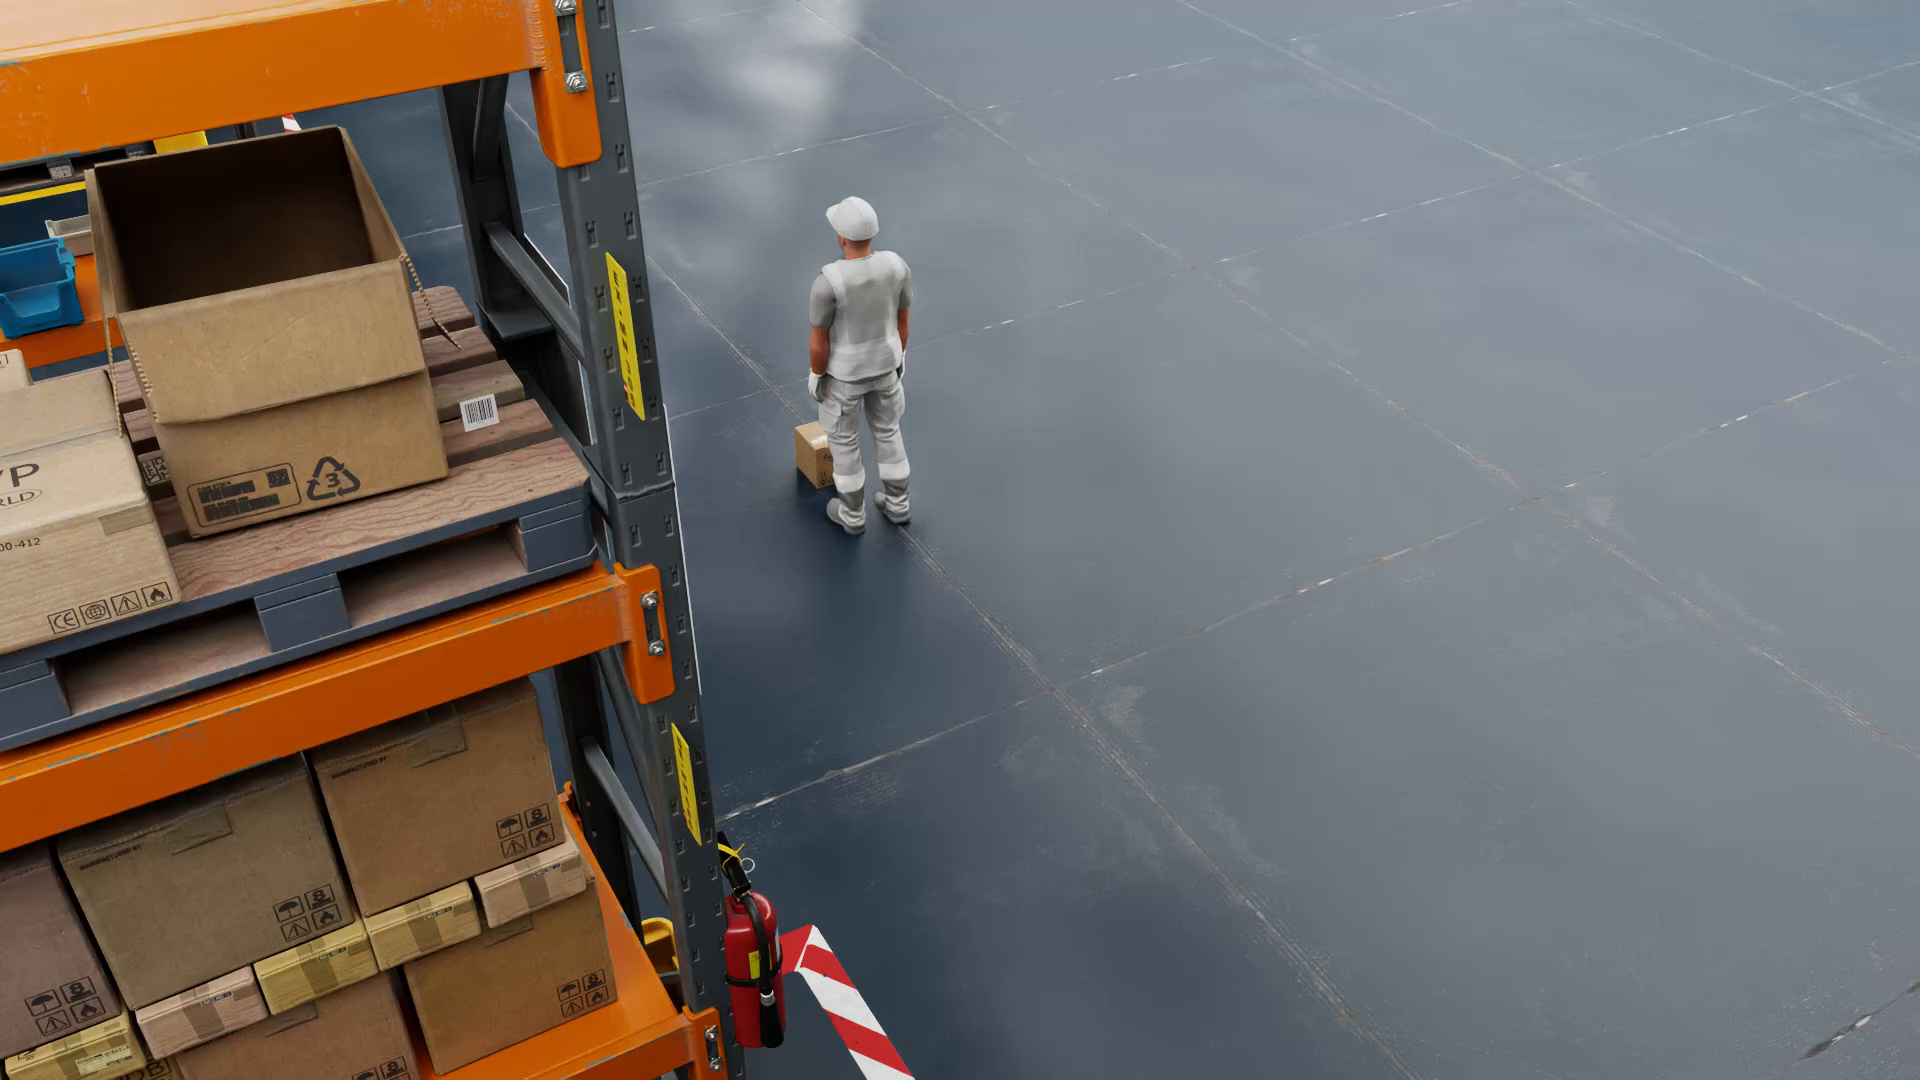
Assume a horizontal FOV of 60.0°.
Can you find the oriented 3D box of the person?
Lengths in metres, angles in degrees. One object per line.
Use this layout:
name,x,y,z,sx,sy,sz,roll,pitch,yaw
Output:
person,-0.486,-0.825,8.042,0.524,1.804,0.344,-18,40,-23
